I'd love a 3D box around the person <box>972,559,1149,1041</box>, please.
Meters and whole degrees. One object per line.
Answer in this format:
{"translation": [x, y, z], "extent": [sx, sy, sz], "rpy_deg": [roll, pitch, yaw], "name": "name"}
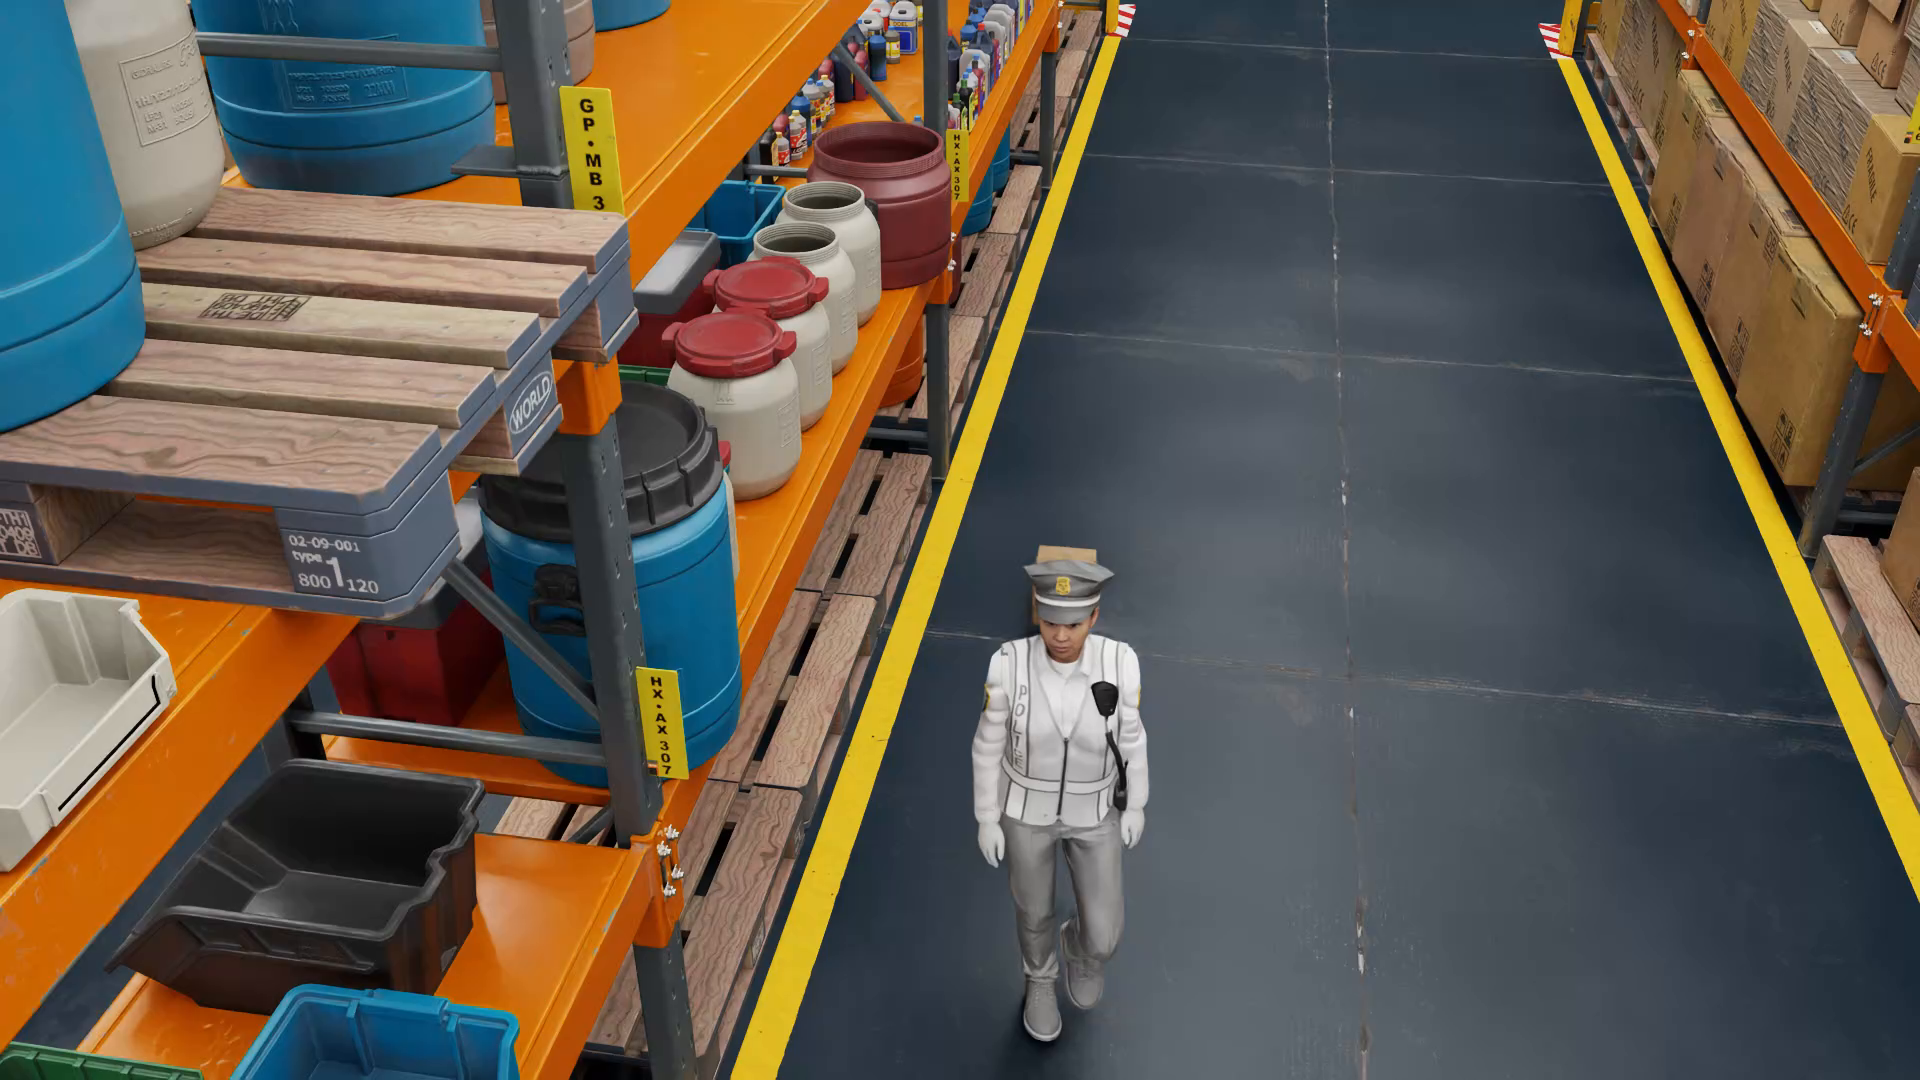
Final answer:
{"translation": [0.287, 0.799, 4.809], "extent": [0.513, 1.689, 0.437], "rpy_deg": [1, 33, 2], "name": "person"}
